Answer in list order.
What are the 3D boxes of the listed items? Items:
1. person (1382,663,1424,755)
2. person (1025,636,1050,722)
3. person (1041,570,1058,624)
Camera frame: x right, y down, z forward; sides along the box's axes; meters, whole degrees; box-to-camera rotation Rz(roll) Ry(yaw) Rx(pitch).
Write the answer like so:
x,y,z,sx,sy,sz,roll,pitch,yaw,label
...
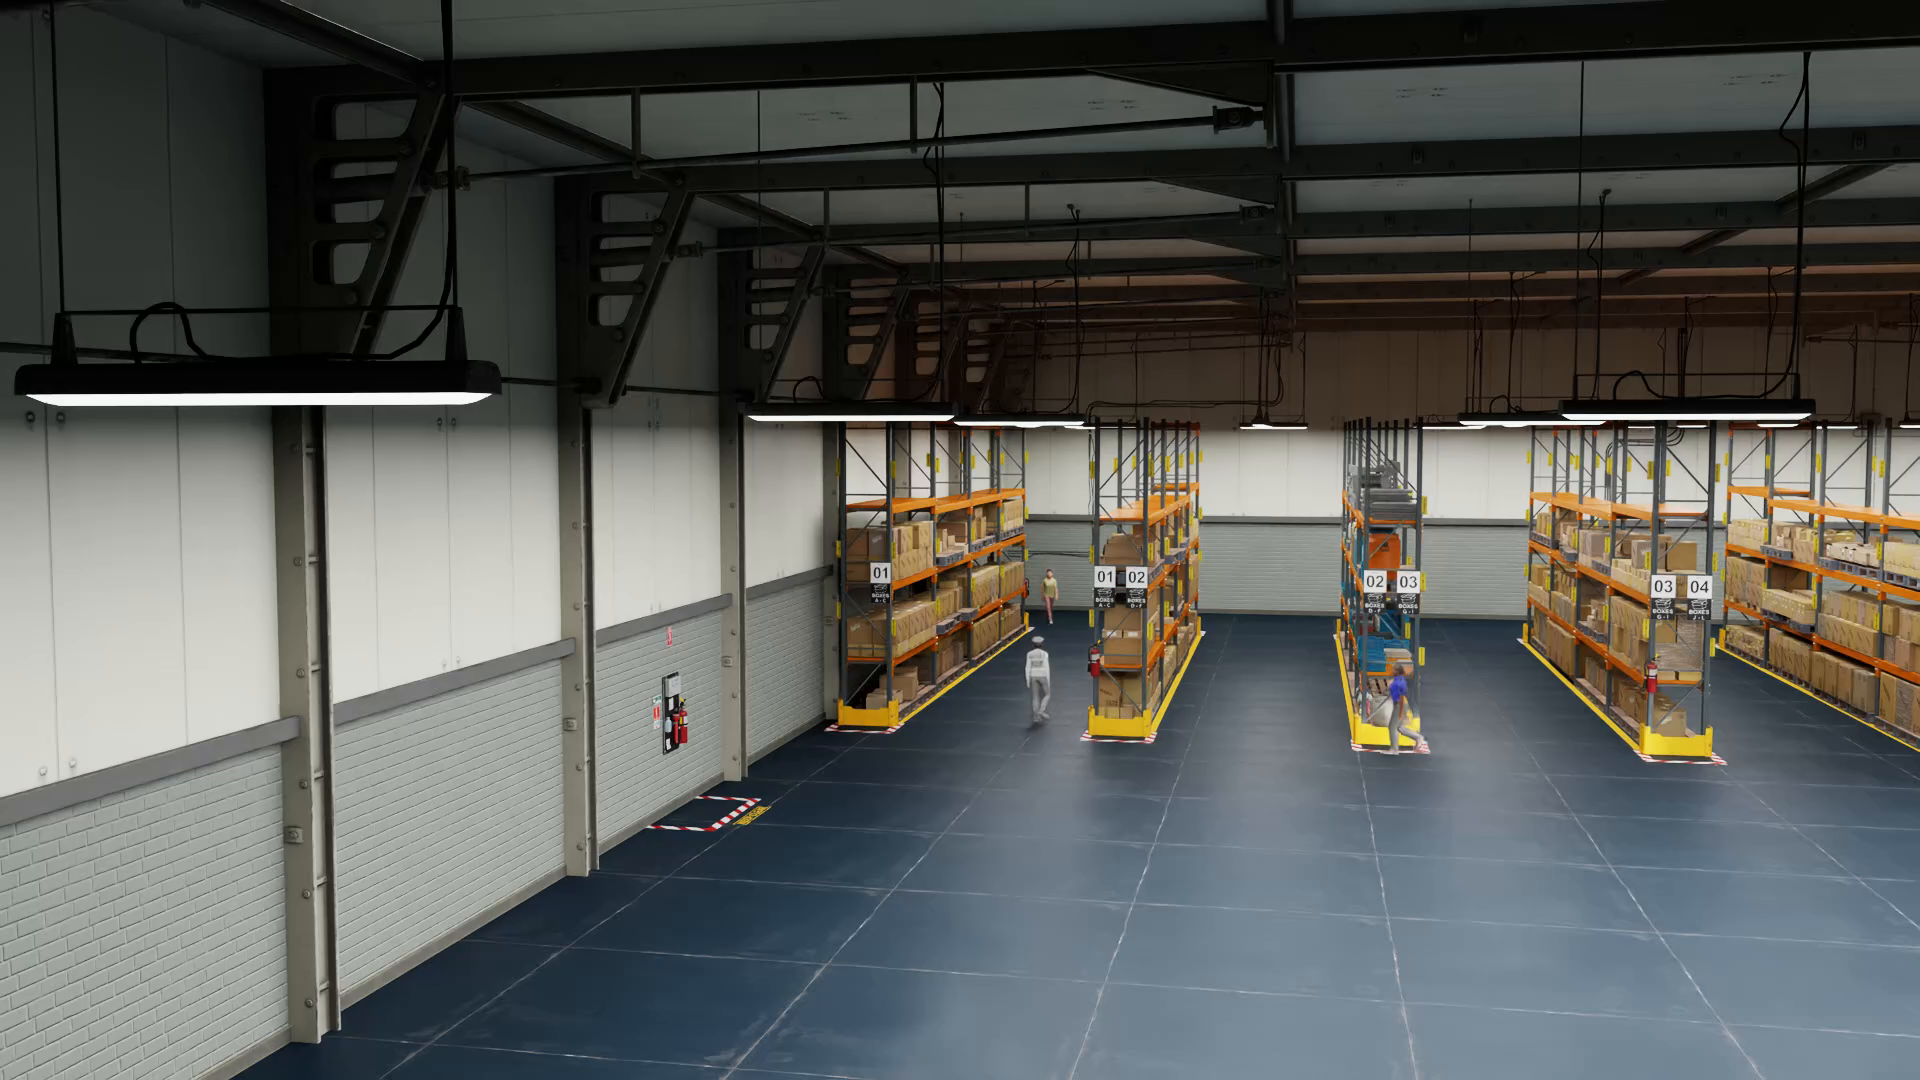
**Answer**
x,y,z,sx,sy,sz,roll,pitch,yaw,label
7.859,2.985,29.449,0.759,1.624,0.468,0,4,4,person
1.538,2.749,32.839,0.517,1.672,0.448,1,4,20,person
2.672,1.679,49.580,0.453,1.603,1.106,-1,4,-15,person
